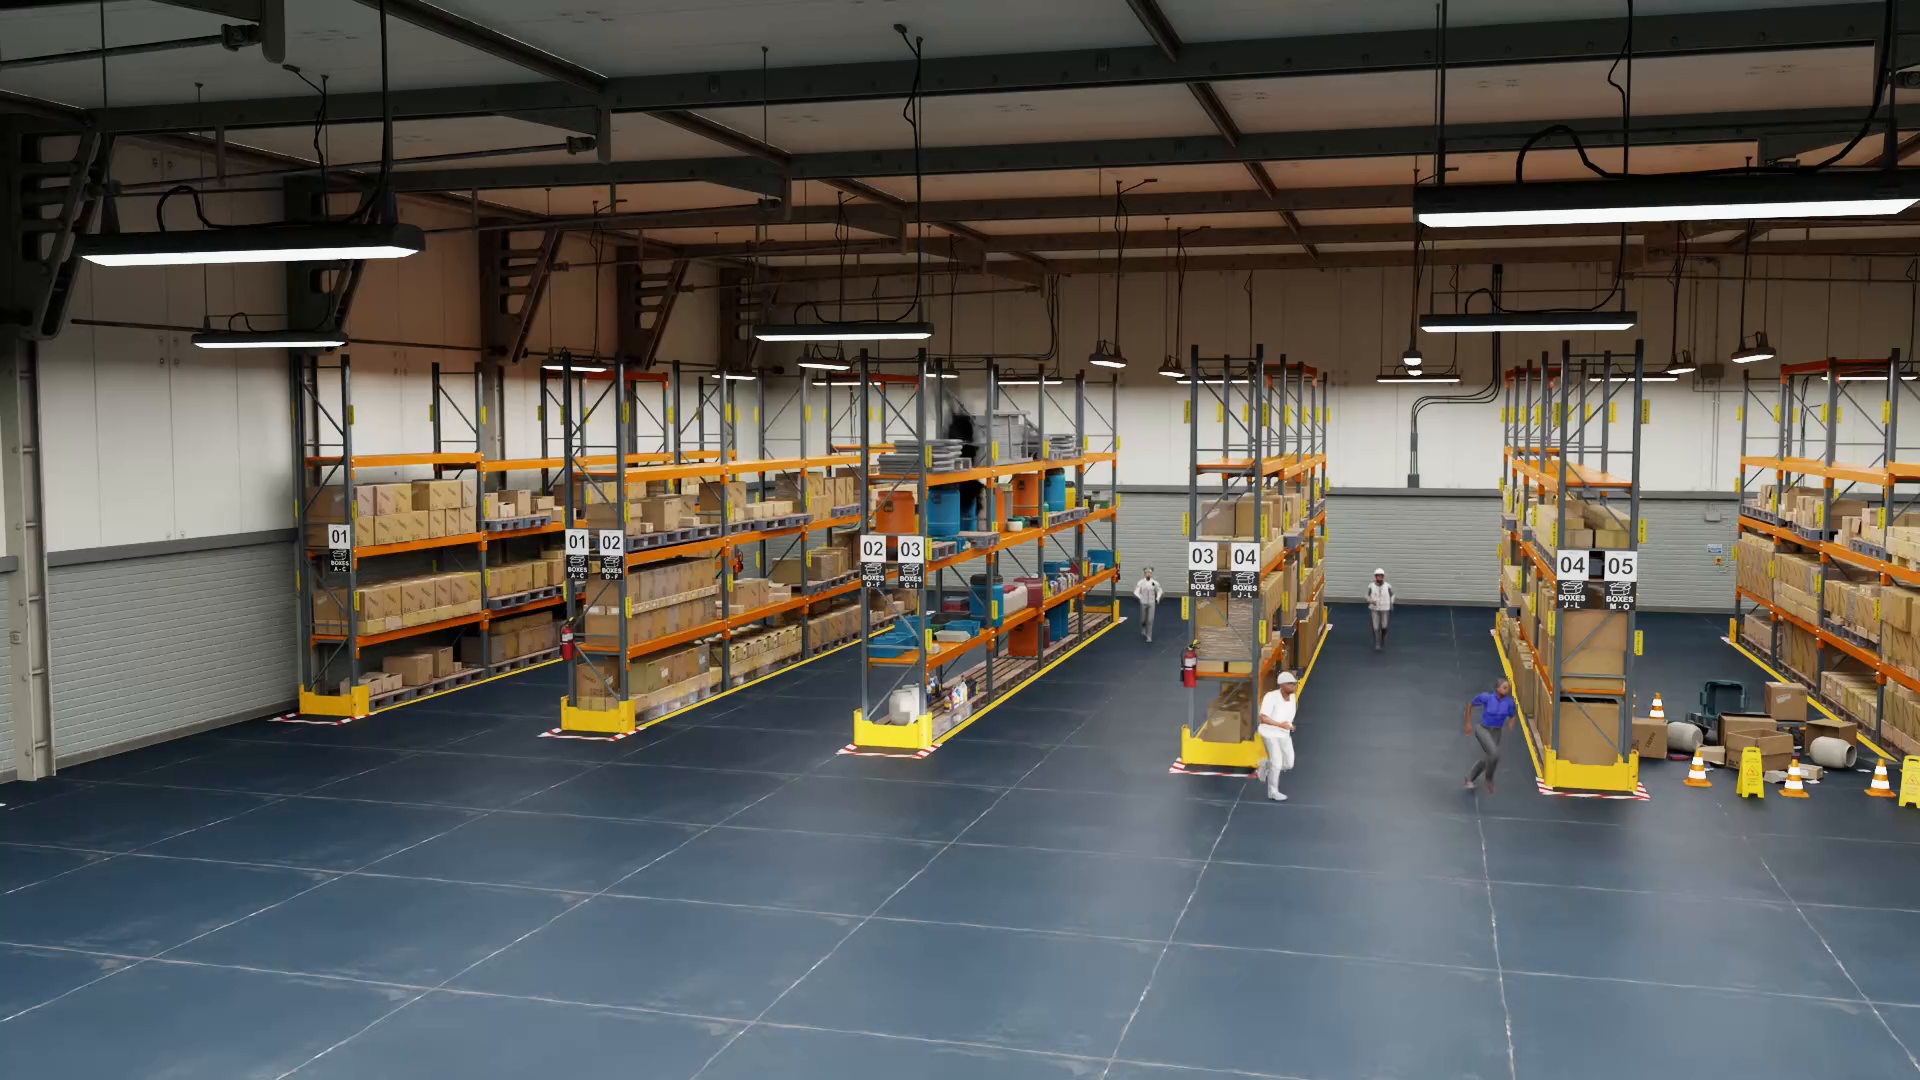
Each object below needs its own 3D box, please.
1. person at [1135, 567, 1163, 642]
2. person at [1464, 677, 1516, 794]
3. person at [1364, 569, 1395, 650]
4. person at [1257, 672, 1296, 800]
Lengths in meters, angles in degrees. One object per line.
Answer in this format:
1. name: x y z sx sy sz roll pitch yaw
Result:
1. person: 4.183 1.406 36.899 0.625 1.654 0.723 1 4 7
2. person: 7.048 2.578 22.094 0.613 1.538 0.784 -1 4 -15
3. person: 8.950 1.482 35.456 0.653 1.730 0.569 1 4 12
4. person: 4.127 2.542 21.593 0.673 1.701 0.722 -3 5 -34
